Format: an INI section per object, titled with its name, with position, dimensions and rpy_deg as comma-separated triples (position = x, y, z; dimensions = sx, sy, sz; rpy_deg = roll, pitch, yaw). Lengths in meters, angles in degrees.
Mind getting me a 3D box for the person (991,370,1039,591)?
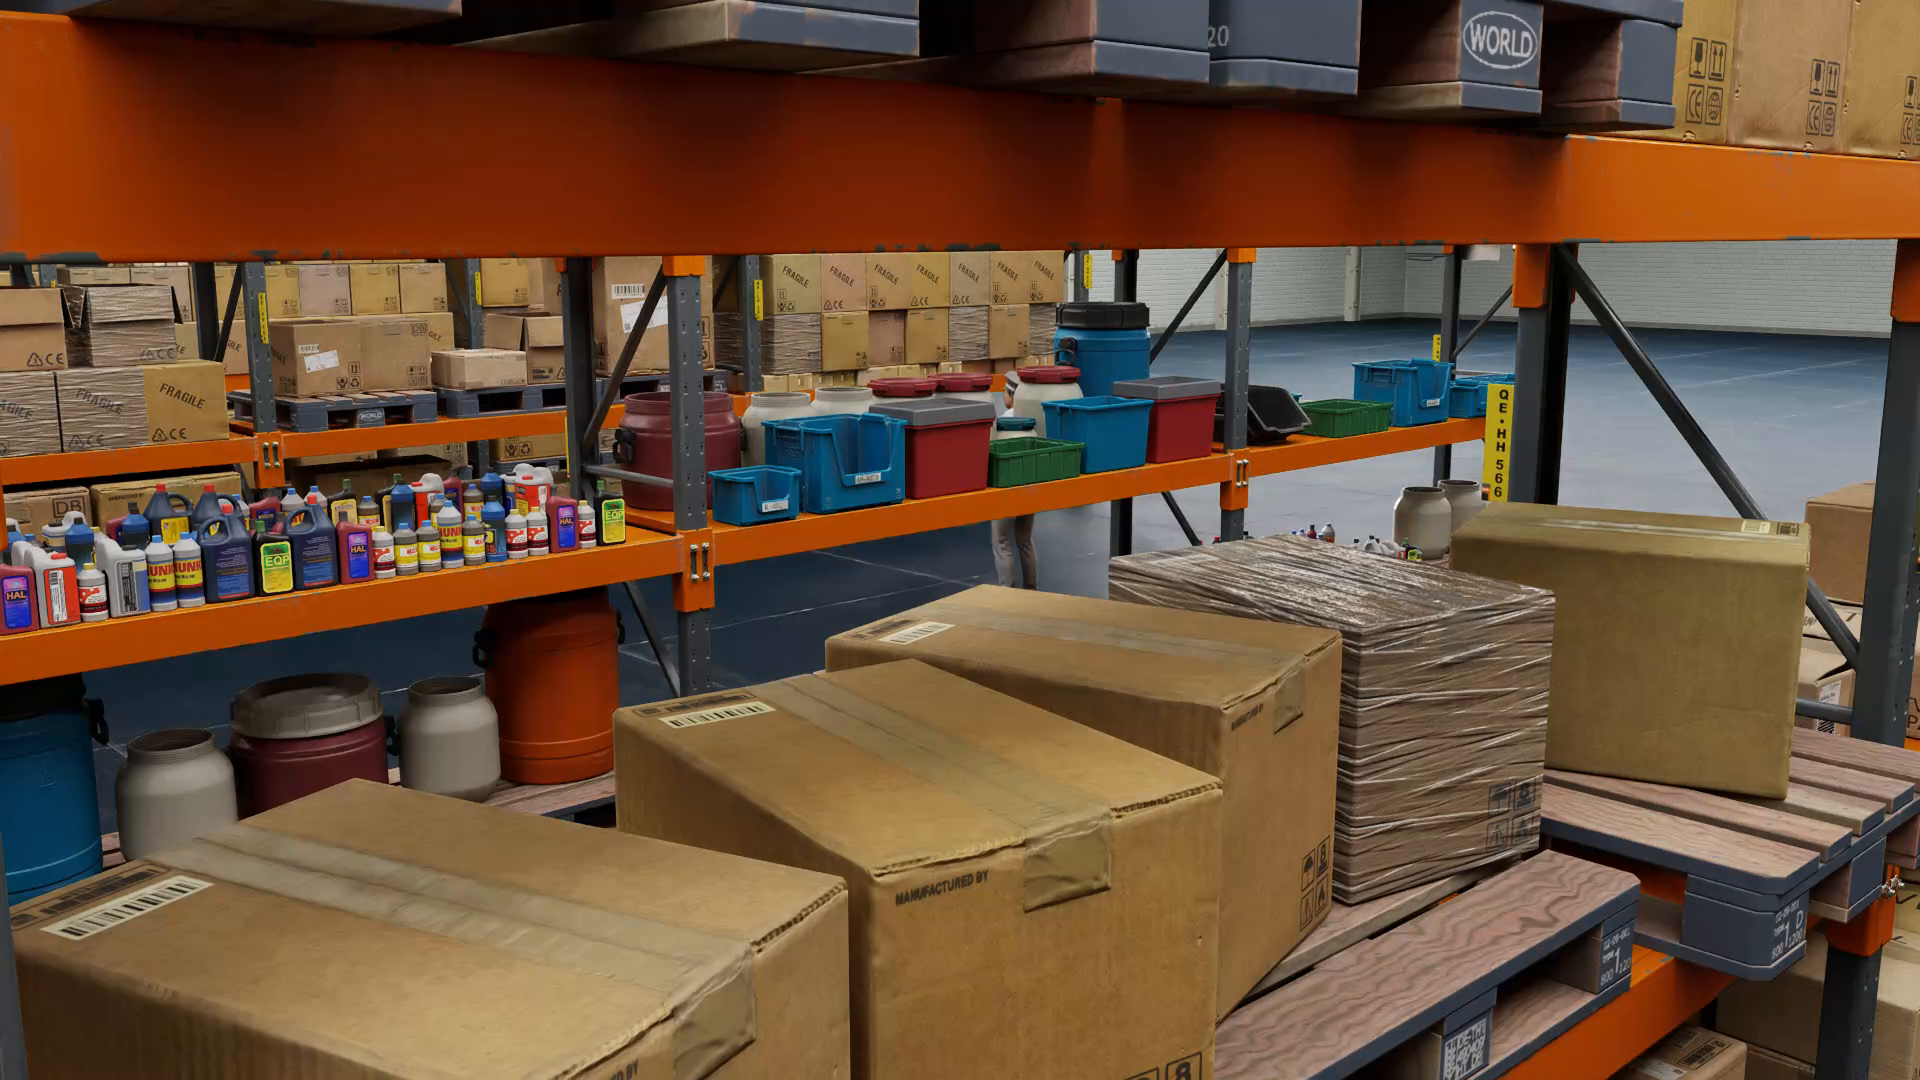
[person]
position = 0.339, -0.360, 11.779
dimensions = 0.460, 1.689, 0.540
rpy_deg = -10, 14, -42
